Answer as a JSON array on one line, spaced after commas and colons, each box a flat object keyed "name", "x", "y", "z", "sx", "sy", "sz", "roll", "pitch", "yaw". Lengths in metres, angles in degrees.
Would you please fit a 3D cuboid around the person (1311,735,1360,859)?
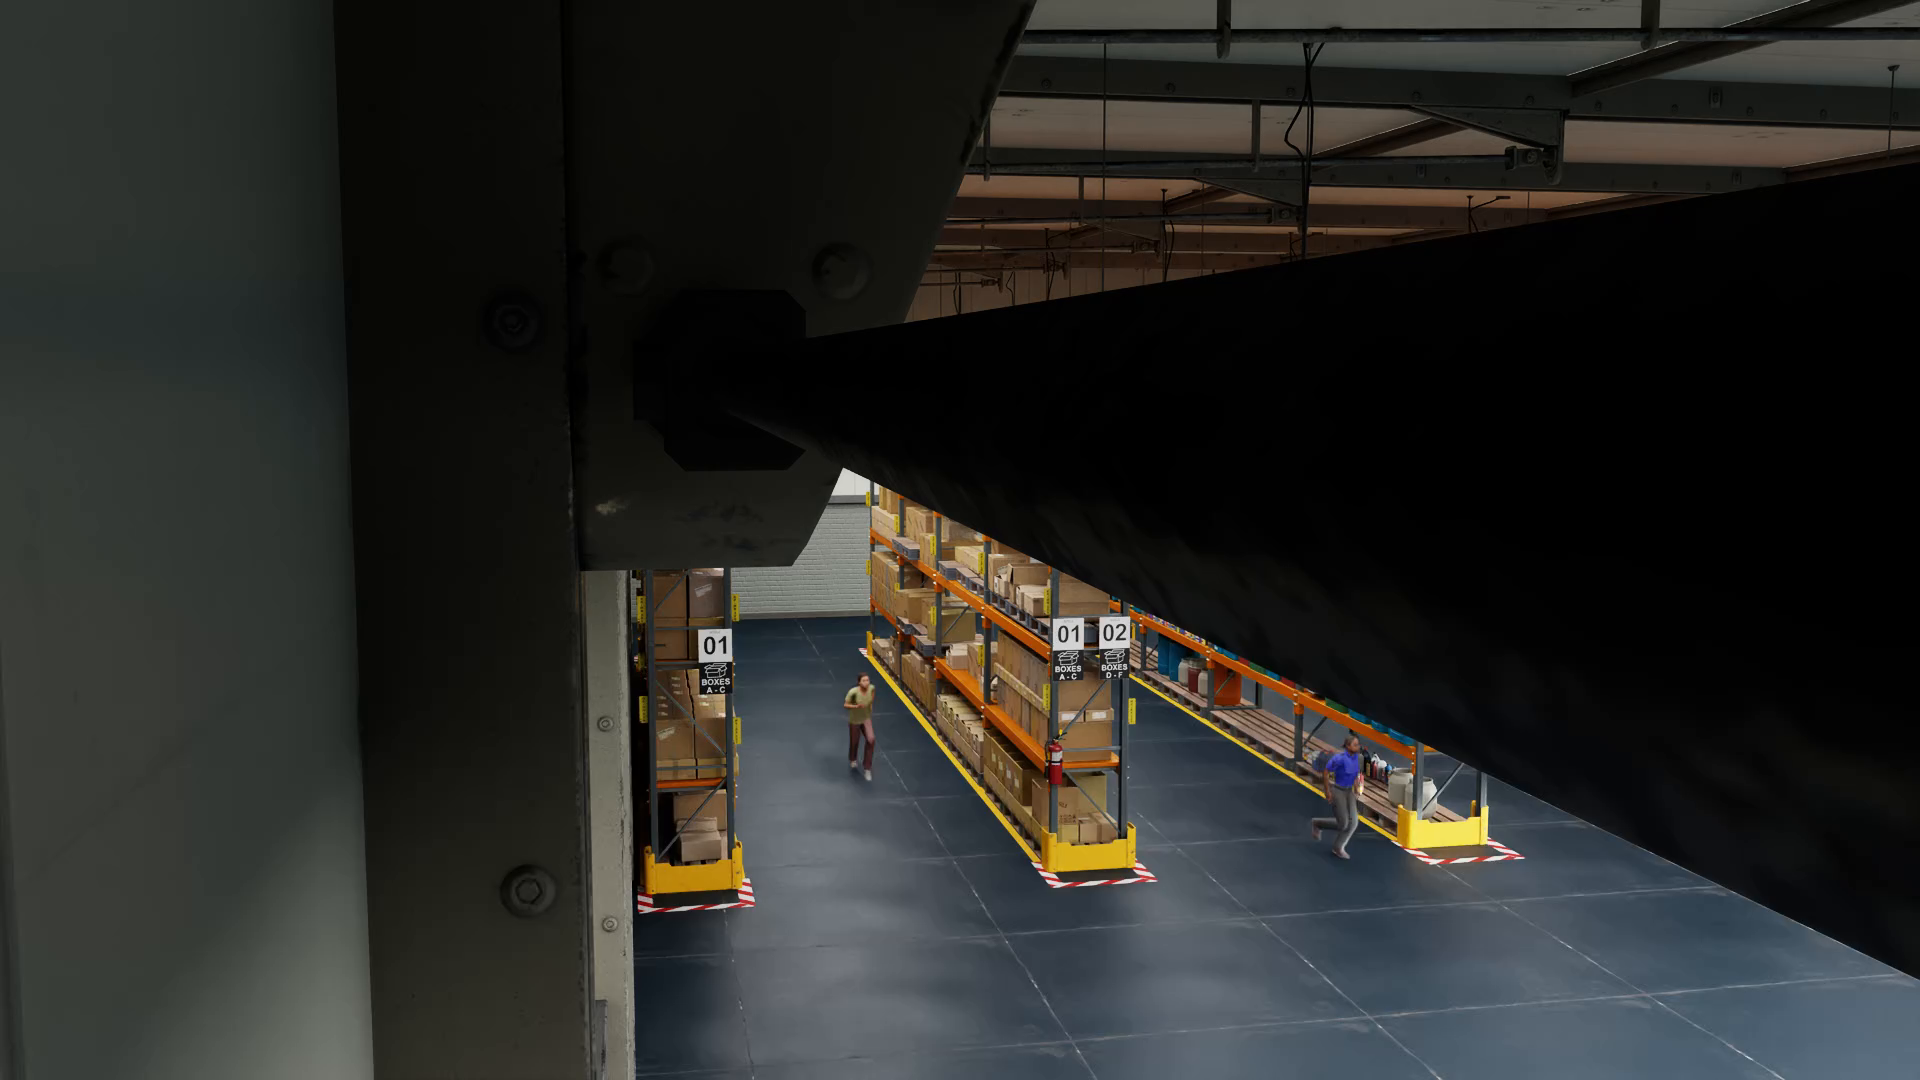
[{"name": "person", "x": 4.909, "y": 3.311, "z": 21.640, "sx": 0.614, "sy": 1.586, "sz": 0.574, "roll": 6, "pitch": 8, "yaw": 43}]

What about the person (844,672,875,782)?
[{"name": "person", "x": -1.569, "y": 2.839, "z": 25.733, "sx": 0.570, "sy": 1.676, "sz": 0.908, "roll": -2, "pitch": 6, "yaw": -19}]
